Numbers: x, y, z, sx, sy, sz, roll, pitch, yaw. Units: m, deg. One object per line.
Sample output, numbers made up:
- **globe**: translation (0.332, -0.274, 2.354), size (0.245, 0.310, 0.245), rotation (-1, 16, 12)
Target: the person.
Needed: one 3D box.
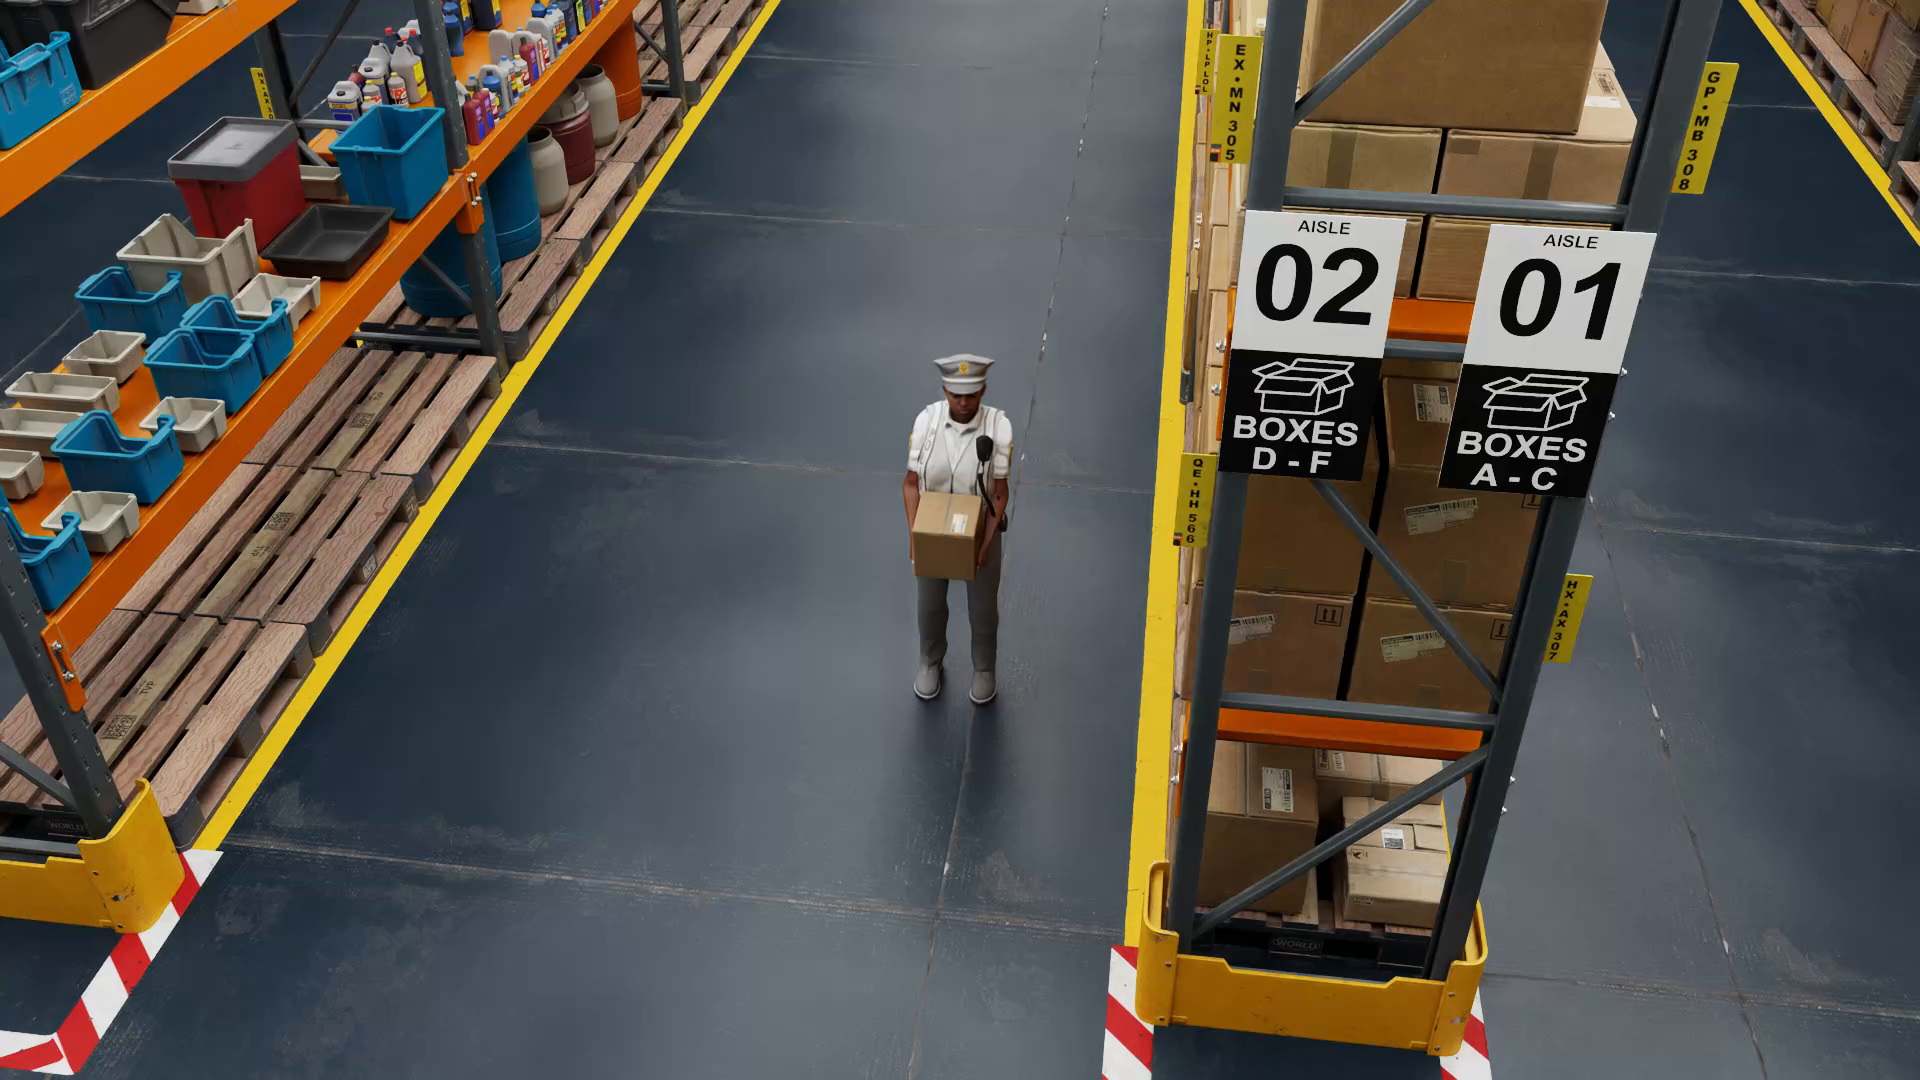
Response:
- **person**: translation (-0.021, -0.001, 7.020), size (0.451, 1.688, 0.531), rotation (5, 37, 7)
